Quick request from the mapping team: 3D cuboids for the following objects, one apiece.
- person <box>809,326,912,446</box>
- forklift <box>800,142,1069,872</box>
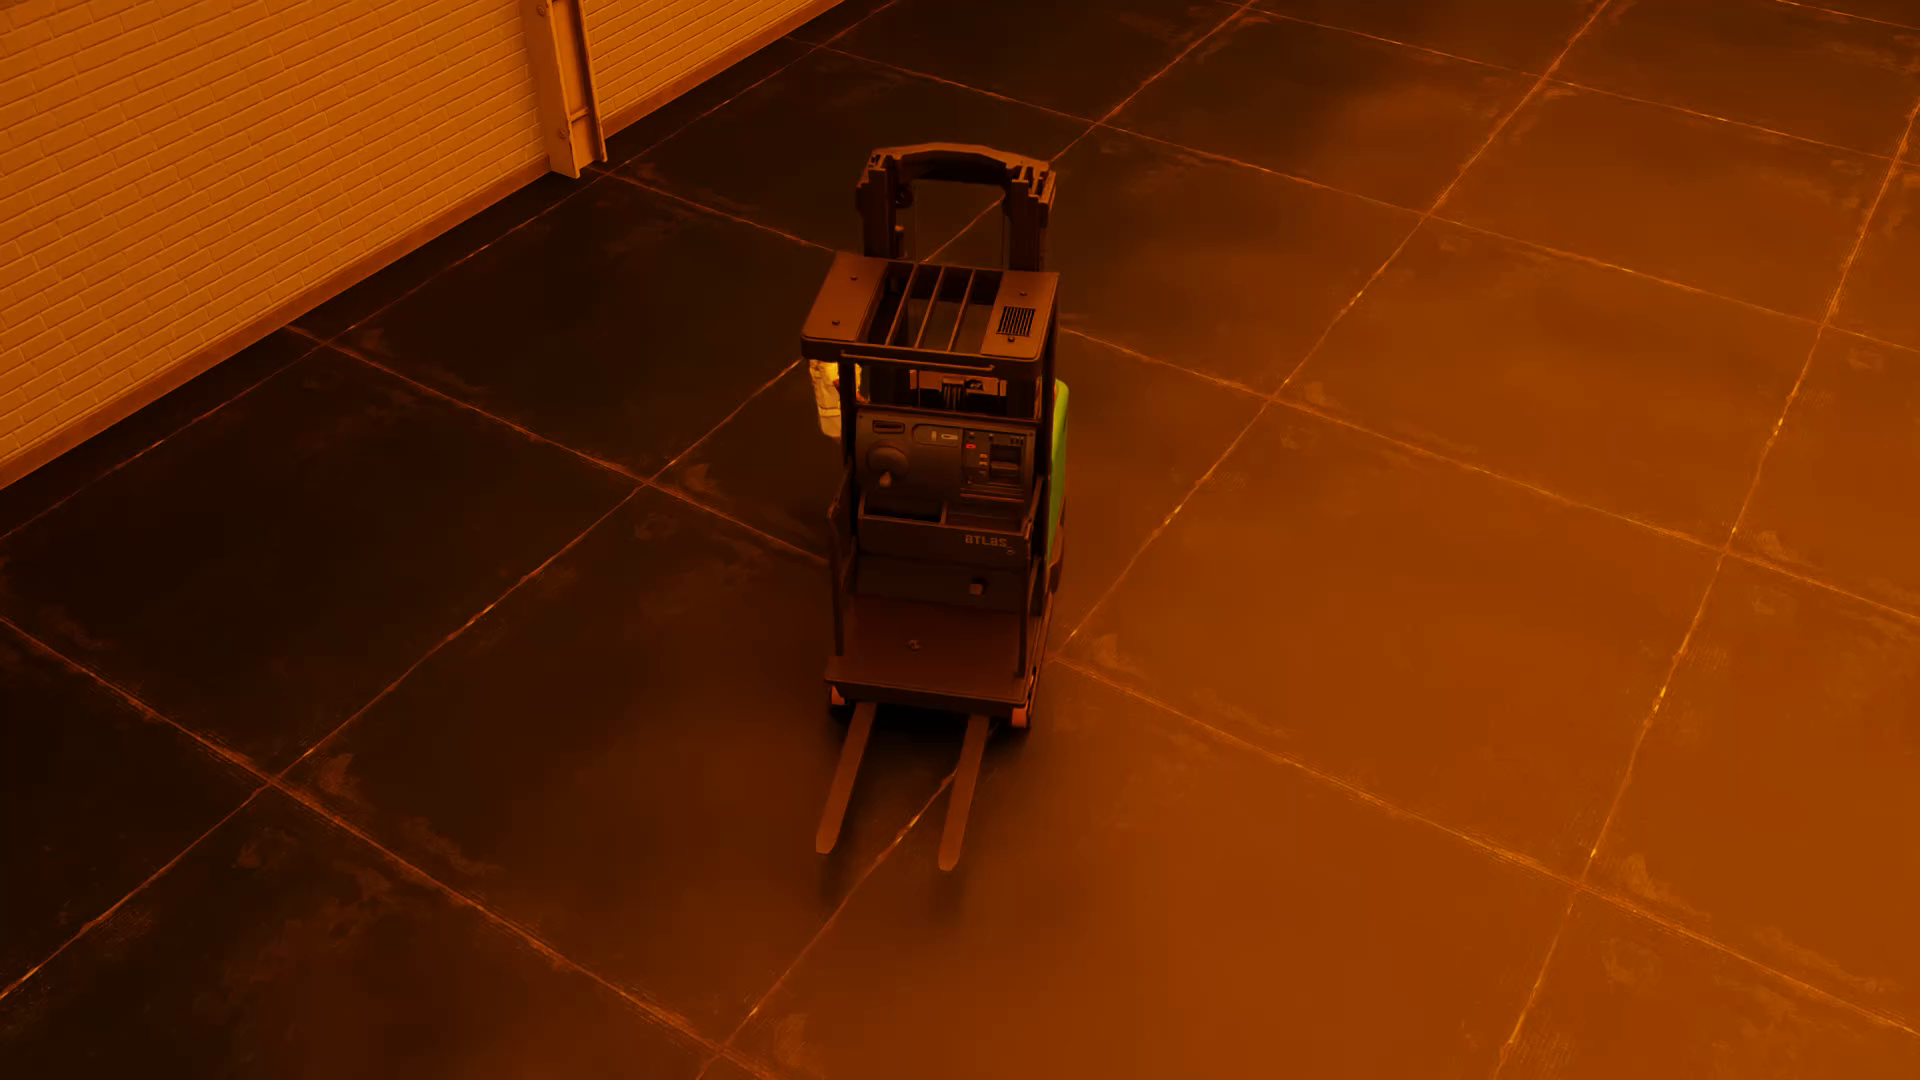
[{"bbox_3d":[-0.485,-0.815,10.053,0.813,1.466,1.020,-7,41,-8],"label":"person"},{"bbox_3d":[-0.113,-0.352,8.383,1.130,2.935,3.031,6,41,8],"label":"forklift"}]
